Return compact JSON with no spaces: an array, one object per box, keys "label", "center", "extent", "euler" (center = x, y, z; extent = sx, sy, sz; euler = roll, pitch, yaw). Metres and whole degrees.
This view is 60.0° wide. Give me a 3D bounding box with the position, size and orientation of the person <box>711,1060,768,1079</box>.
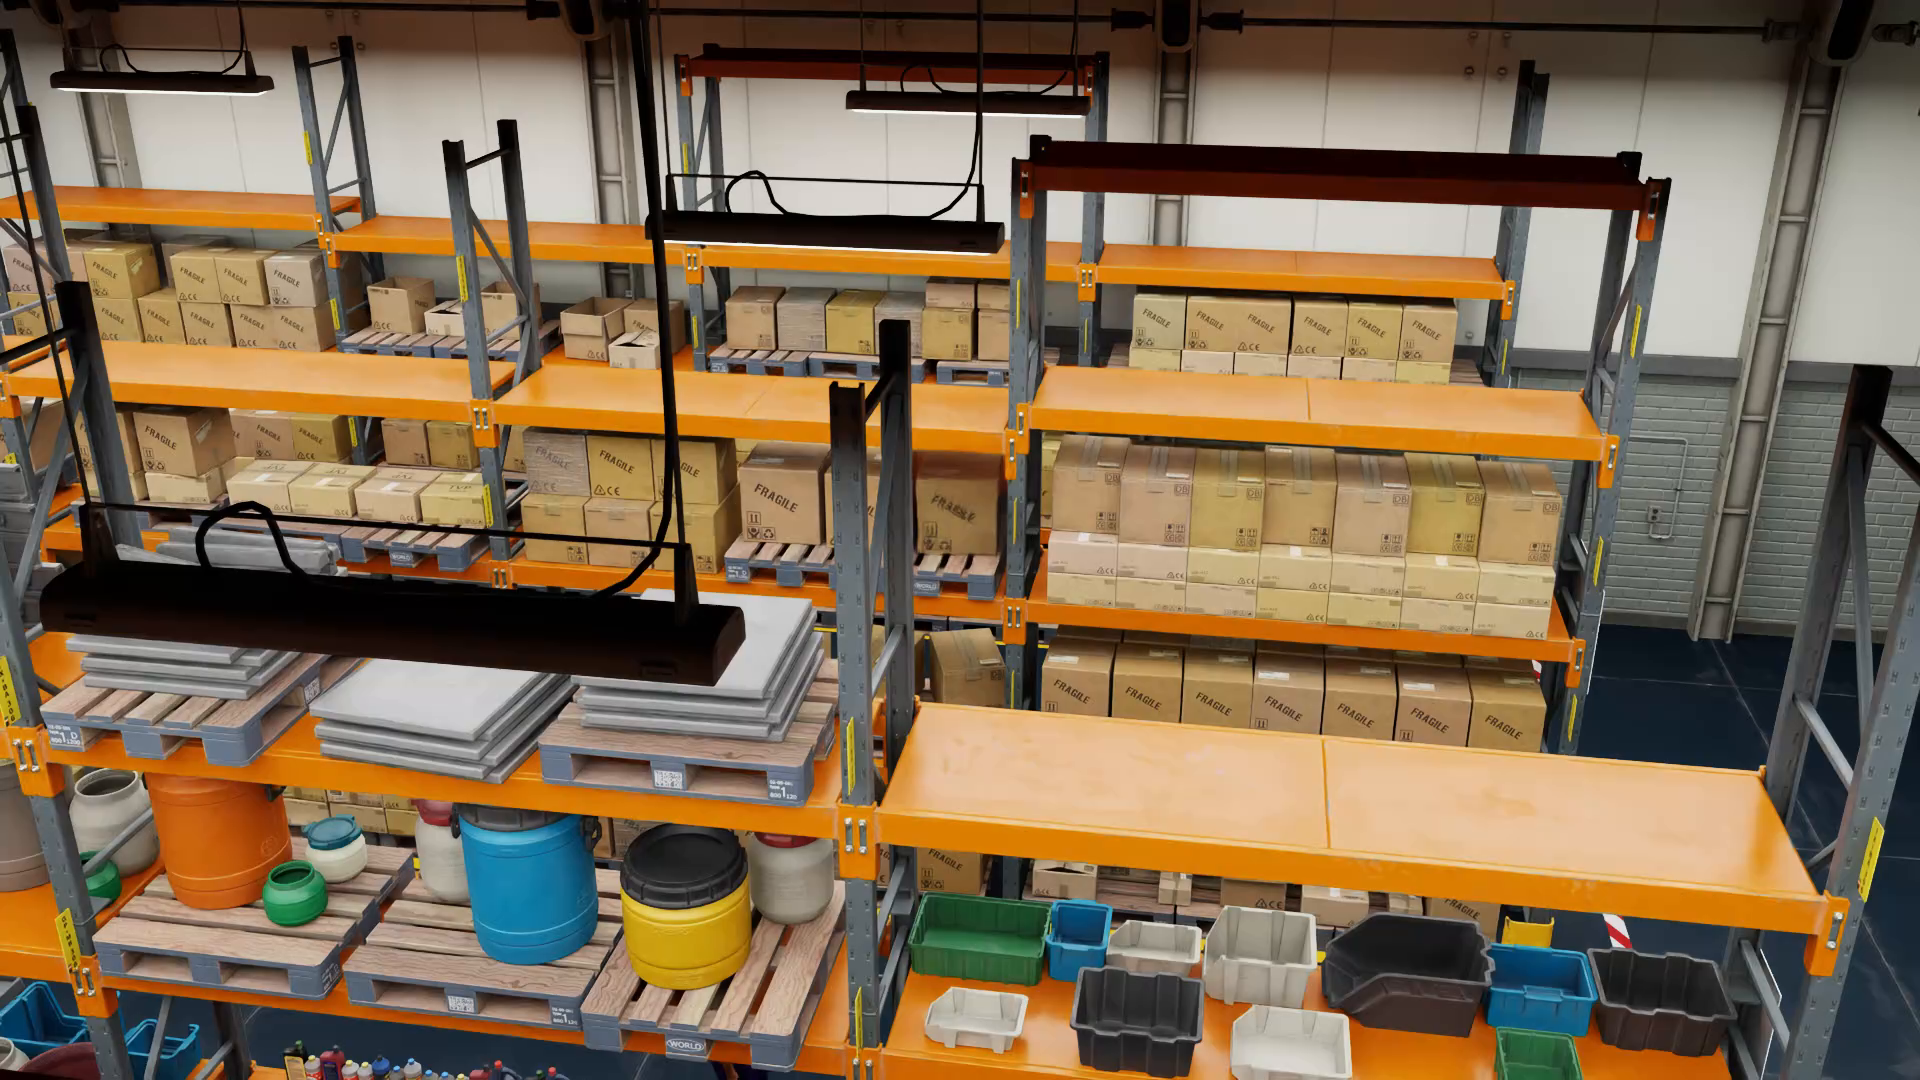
[{"label":"person","center":[-1.445,3.263,10.595],"extent":[0.522,1.645,0.537],"euler":[4,23,8]}]
